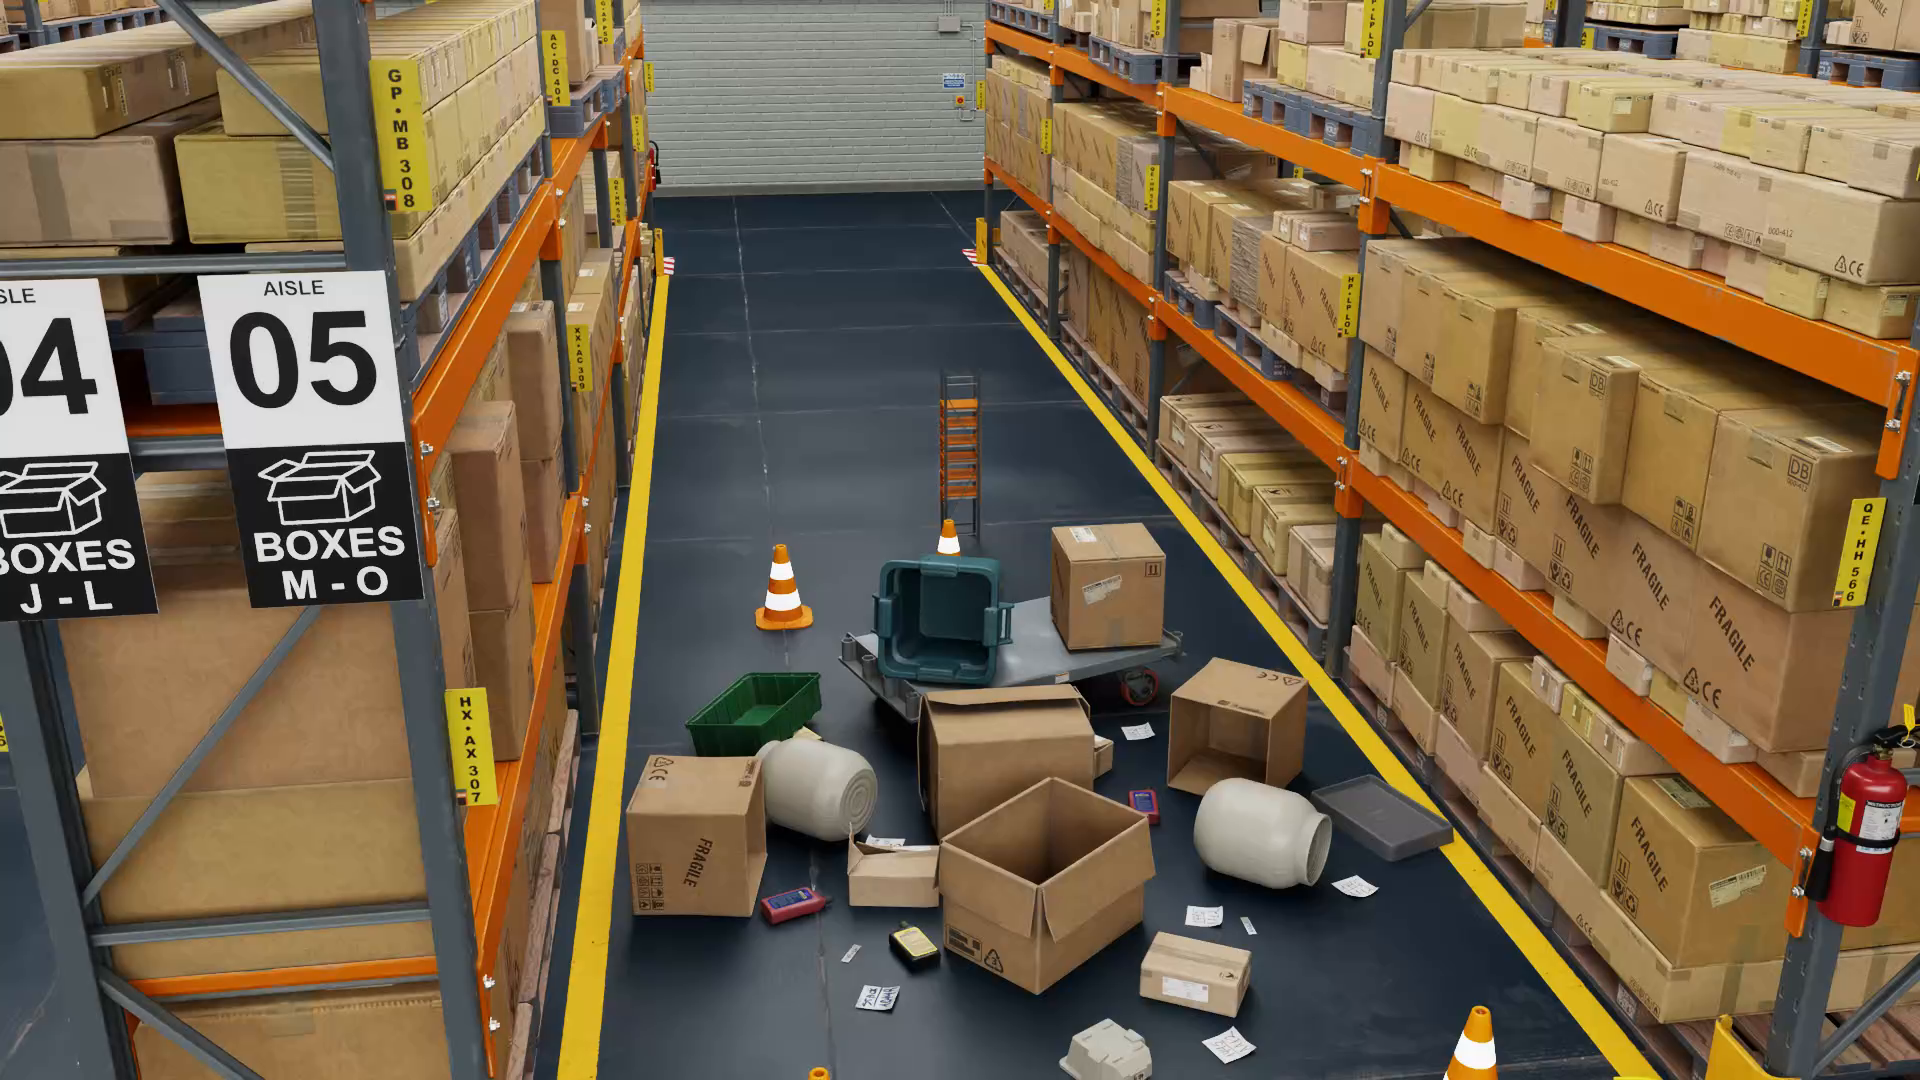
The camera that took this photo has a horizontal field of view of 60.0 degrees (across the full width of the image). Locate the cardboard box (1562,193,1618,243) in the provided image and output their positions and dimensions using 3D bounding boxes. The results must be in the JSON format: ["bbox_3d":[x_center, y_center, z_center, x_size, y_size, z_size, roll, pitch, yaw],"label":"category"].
[{"bbox_3d":[2.512,-1.220,6.269,0.380,0.149,0.250,-3,21,-8],"label":"cardboard box"}]

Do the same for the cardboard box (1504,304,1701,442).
[{"bbox_3d":[2.641,-0.641,6.649,0.700,0.500,0.500,-3,21,-8],"label":"cardboard box"}]

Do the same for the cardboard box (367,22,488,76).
[{"bbox_3d":[-1.730,-1.574,5.333,0.380,0.149,0.250,-3,21,-7],"label":"cardboard box"}]

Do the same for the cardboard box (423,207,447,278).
[{"bbox_3d":[-1.547,-0.764,4.302,0.380,0.149,0.250,-3,21,-7],"label":"cardboard box"}]

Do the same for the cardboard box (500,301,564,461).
[{"bbox_3d":[-2.141,-0.656,6.929,0.875,0.550,0.550,-3,21,-8],"label":"cardboard box"}]

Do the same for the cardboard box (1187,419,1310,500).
[{"bbox_3d":[2.139,-0.578,11.633,0.950,0.372,0.625,-3,21,-9],"label":"cardboard box"}]

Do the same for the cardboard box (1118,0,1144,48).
[{"bbox_3d":[1.622,-4.046,12.731,0.700,0.500,0.500,-4,21,-10],"label":"cardboard box"}]

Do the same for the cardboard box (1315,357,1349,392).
[{"bbox_3d":[2.182,-0.922,9.157,0.380,0.149,0.250,-3,21,-7],"label":"cardboard box"}]

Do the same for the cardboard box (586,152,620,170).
[{"bbox_3d":[-3.257,-3.393,14.921,0.380,0.149,0.250,-2,21,-5],"label":"cardboard box"}]

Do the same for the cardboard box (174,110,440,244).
[{"bbox_3d":[-1.593,-0.907,4.117,0.500,0.250,0.500,-3,21,-8],"label":"cardboard box"}]

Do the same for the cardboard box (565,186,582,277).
[{"bbox_3d":[-2.802,-1.963,10.614,0.700,0.500,0.500,-3,21,-9],"label":"cardboard box"}]

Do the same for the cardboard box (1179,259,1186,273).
[{"bbox_3d":[1.816,-2.021,12.099,0.380,0.149,0.250,-4,21,-11],"label":"cardboard box"}]

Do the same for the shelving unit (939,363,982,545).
[{"bbox_3d":[0.002,-0.557,10.993,0.258,1.200,0.189,-3,21,-8],"label":"shelving unit"}]

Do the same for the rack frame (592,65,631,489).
[{"bbox_3d":[-2.931,-1.779,11.693,1.000,3.000,0.127,-3,21,-8],"label":"rack frame"}]

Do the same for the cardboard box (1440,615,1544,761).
[{"bbox_3d":[2.509,0.643,7.464,0.500,0.500,0.500,-2,21,-5],"label":"cardboard box"}]

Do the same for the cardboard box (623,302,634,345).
[{"bbox_3d":[-2.923,-1.755,13.528,0.500,0.250,0.500,-3,21,-7],"label":"cardboard box"}]

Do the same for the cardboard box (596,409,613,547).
[{"bbox_3d":[-2.803,-0.404,10.626,1.050,0.750,0.750,-3,21,-7],"label":"cardboard box"}]

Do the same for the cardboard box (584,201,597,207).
[{"bbox_3d":[-2.847,-2.400,12.262,0.380,0.149,0.250,-3,21,-9],"label":"cardboard box"}]

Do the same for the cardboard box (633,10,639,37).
[{"bbox_3d":[-3.522,-5.208,16.800,0.500,0.250,0.500,-2,21,-5],"label":"cardboard box"}]

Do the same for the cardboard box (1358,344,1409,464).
[{"bbox_3d":[2.317,-0.699,8.232,0.500,0.500,0.500,-3,21,-8],"label":"cardboard box"}]

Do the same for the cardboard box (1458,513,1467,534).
[{"bbox_3d":[2.484,-0.083,7.509,0.380,0.149,0.250,-3,21,-8],"label":"cardboard box"}]

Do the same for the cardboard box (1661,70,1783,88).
[{"bbox_3d":[3.045,-1.795,6.668,0.380,0.149,0.250,-3,21,-7],"label":"cardboard box"}]

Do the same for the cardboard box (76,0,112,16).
[{"bbox_3d":[-8.611,-5.287,15.912,0.700,0.500,0.500,-2,21,-5],"label":"cardboard box"}]

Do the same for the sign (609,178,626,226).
[{"bbox_3d":[-2.382,-2.351,11.568,0.100,0.325,0.005,-3,21,-8],"label":"sign"}]

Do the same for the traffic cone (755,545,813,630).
[{"bbox_3d":[-1.053,0.254,9.876,0.336,0.463,0.334,-3,21,-8],"label":"traffic cone"}]

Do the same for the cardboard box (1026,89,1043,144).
[{"bbox_3d":[0.970,-4.290,16.842,0.500,0.500,0.500,-3,21,-9],"label":"cardboard box"}]

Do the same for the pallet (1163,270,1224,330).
[{"bbox_3d":[2.161,-1.733,11.842,1.213,0.211,1.003,-3,21,-8],"label":"pallet"}]

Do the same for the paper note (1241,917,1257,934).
[{"bbox_3d":[1.198,1.603,6.911,0.032,0.001,0.123,-3,21,-8],"label":"paper note"}]

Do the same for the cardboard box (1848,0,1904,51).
[{"bbox_3d":[6.727,-3.748,11.791,0.500,0.500,0.500,-3,21,-7],"label":"cardboard box"}]

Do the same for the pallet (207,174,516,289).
[{"bbox_3d":[-2.074,-1.053,5.587,1.003,0.211,1.213,-3,21,-8],"label":"pallet"}]

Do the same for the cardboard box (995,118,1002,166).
[{"bbox_3d":[0.685,-4.526,18.905,0.500,0.500,0.500,-3,21,-9],"label":"cardboard box"}]

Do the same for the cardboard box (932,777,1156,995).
[{"bbox_3d":[0.348,1.395,6.762,0.637,0.503,0.797,17,27,39],"label":"cardboard box"}]

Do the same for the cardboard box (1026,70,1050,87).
[{"bbox_3d":[0.895,-4.804,17.293,0.380,0.149,0.250,-3,21,-9],"label":"cardboard box"}]

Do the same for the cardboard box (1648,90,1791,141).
[{"bbox_3d":[2.685,-1.503,5.886,0.380,0.149,0.250,-4,21,-9],"label":"cardboard box"}]

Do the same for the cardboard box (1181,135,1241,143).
[{"bbox_3d":[2.043,-2.933,13.211,0.500,0.500,0.500,-3,21,-8],"label":"cardboard box"}]

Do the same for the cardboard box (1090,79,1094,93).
[{"bbox_3d":[1.456,-4.565,16.651,0.380,0.149,0.250,-3,21,-8],"label":"cardboard box"}]

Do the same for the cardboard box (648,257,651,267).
[{"bbox_3d":[-3.562,-3.023,18.072,0.380,0.149,0.250,-3,21,-7],"label":"cardboard box"}]

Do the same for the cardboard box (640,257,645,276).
[{"bbox_3d":[-3.435,-2.799,17.046,0.380,0.149,0.250,-2,21,-7],"label":"cardboard box"}]

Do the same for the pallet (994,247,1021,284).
[{"bbox_3d":[0.992,-3.254,19.628,1.003,0.211,1.213,-3,21,-8],"label":"pallet"}]

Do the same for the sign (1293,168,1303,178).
[{"bbox_3d":[2.488,-2.600,12.348,0.100,0.325,0.005,-3,21,-8],"label":"sign"}]

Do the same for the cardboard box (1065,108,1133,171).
[{"bbox_3d":[1.256,-3.622,15.056,0.500,0.500,0.500,-3,21,-8],"label":"cardboard box"}]

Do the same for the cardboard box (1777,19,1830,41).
[{"bbox_3d":[6.575,-3.948,12.856,0.380,0.149,0.250,-2,21,-7],"label":"cardboard box"}]

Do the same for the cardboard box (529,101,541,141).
[{"bbox_3d":[-1.949,-1.728,6.885,0.380,0.149,0.250,-3,21,-7],"label":"cardboard box"}]

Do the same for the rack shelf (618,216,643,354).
[{"bbox_3d":[-3.219,-2.135,13.673,1.077,0.370,4.000,-3,21,-8],"label":"rack shelf"}]

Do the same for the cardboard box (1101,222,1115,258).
[{"bbox_3d":[1.477,-2.507,13.855,0.500,0.250,0.500,-3,21,-8],"label":"cardboard box"}]

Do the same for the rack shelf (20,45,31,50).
[{"bbox_3d":[-8.719,-4.710,16.280,1.077,0.370,4.000,-3,21,-8],"label":"rack shelf"}]

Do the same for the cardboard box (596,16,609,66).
[{"bbox_3d":[-2.750,-3.442,11.716,0.500,0.500,0.500,-3,21,-8],"label":"cardboard box"}]

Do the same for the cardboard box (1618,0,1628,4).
[{"bbox_3d":[6.158,-4.893,14.934,0.380,0.149,0.250,-3,21,-7],"label":"cardboard box"}]

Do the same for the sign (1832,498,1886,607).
[{"bbox_3d":[2.554,0.037,4.725,0.100,0.325,0.005,-3,21,-8],"label":"sign"}]

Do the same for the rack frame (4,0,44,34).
[{"bbox_3d":[-8.430,-5.759,13.775,1.000,3.000,0.127,-3,21,-8],"label":"rack frame"}]

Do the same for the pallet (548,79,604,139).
[{"bbox_3d":[-2.622,-2.489,9.575,1.003,0.211,1.213,-2,21,-5],"label":"pallet"}]

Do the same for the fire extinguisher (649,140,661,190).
[{"bbox_3d":[-3.664,-4.449,19.483,0.296,0.674,0.183,-3,21,-8],"label":"fire extinguisher"}]

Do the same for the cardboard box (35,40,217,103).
[{"bbox_3d":[-2.273,-1.278,4.541,0.380,0.149,0.250,-3,21,-7],"label":"cardboard box"}]

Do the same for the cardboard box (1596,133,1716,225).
[{"bbox_3d":[2.615,-1.285,5.873,0.500,0.250,0.500,-2,21,-6],"label":"cardboard box"}]

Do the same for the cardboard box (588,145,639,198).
[{"bbox_3d":[-3.330,-3.535,15.824,0.500,0.500,0.500,-3,21,-9],"label":"cardboard box"}]
